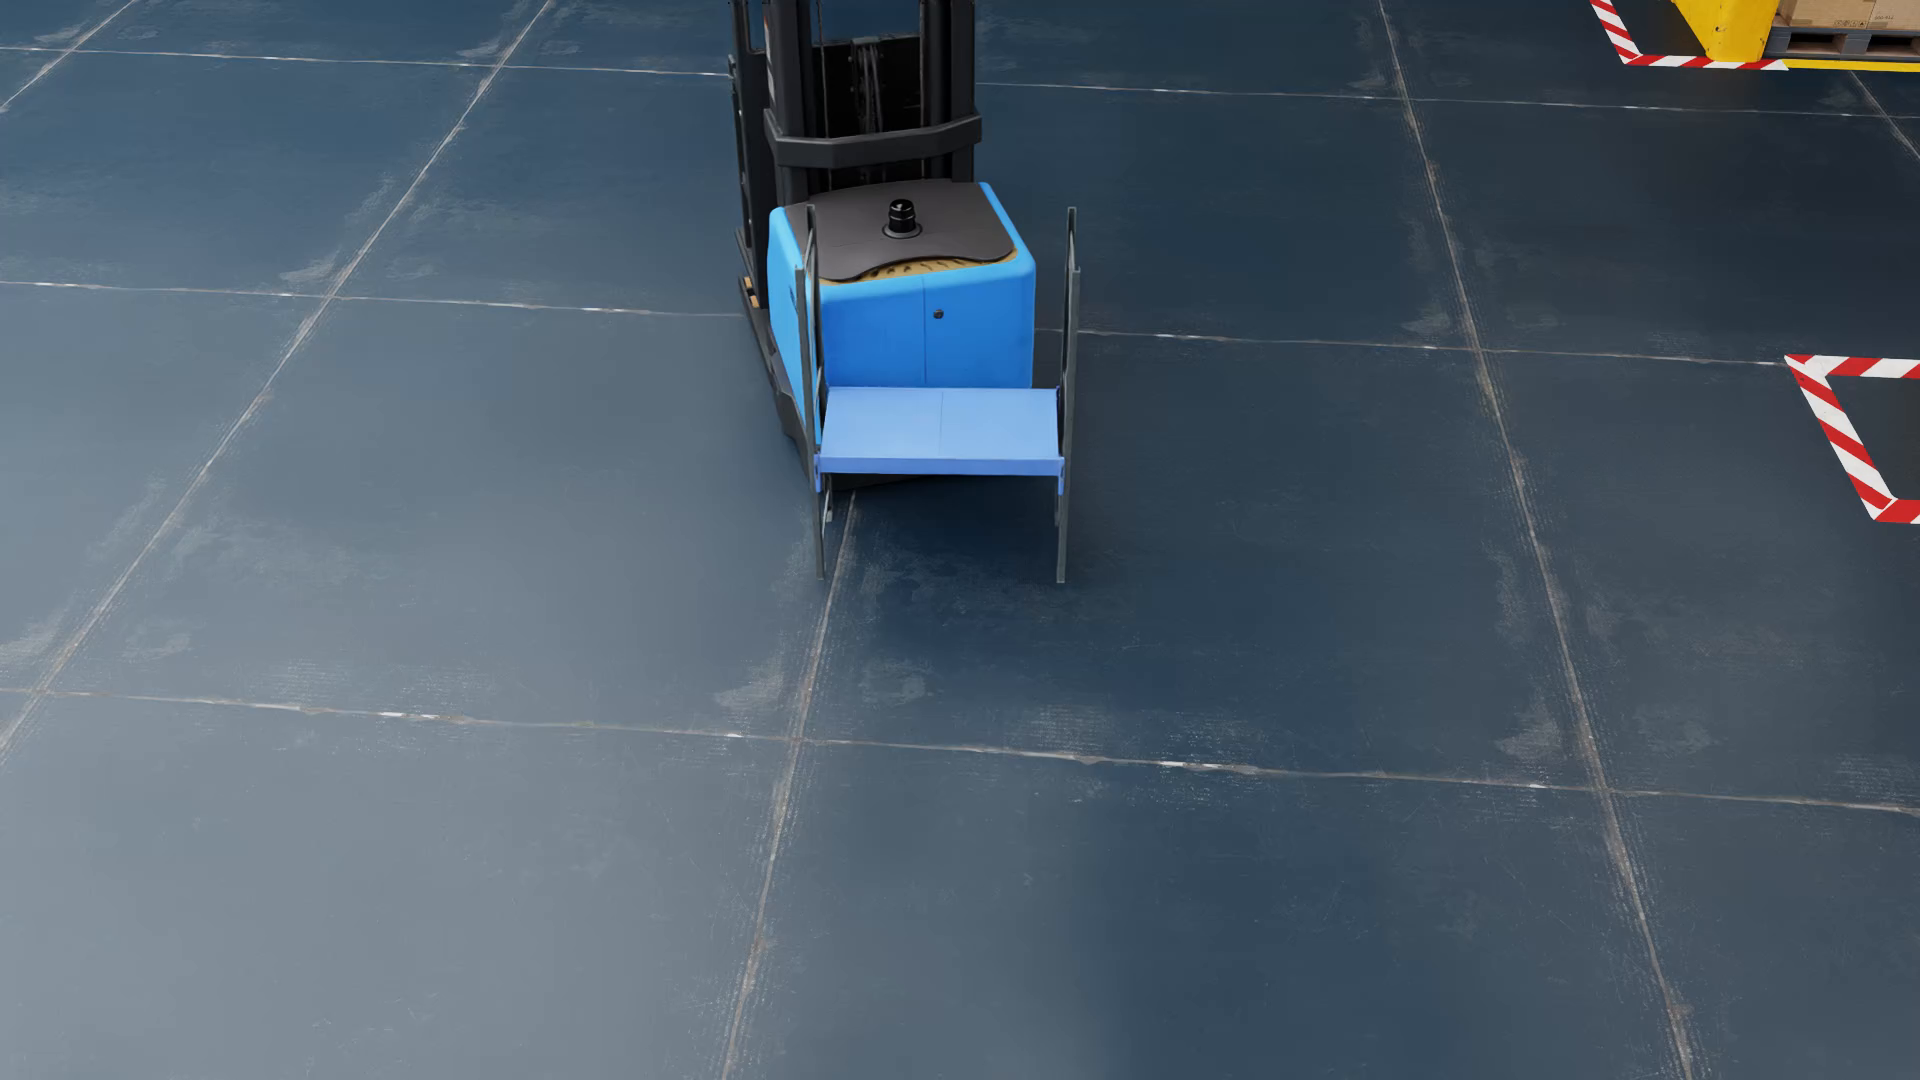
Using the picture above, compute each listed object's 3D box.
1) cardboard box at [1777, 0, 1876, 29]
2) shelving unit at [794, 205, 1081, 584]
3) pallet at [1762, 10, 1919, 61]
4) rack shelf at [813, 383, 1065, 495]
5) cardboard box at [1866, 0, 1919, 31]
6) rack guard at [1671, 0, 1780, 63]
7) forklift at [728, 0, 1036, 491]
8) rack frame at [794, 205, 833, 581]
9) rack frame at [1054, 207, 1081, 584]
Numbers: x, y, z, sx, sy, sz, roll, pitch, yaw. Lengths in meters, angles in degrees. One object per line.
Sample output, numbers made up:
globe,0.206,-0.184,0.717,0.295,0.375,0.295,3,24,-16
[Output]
cardboard box,5.824,-3.676,11.236,0.500,0.250,0.500,3,39,4
shelving unit,-0.078,-0.561,6.751,1.048,1.500,0.538,1,39,1
pallet,6.074,-3.652,11.569,1.213,0.211,1.003,3,39,4
rack shelf,-0.078,-0.421,6.864,1.000,0.185,0.538,1,39,1
cardboard box,6.322,-3.651,11.205,0.500,0.250,0.500,3,39,4
rack guard,5.285,-3.781,11.499,0.348,0.500,1.175,3,39,4
forklift,-0.535,-2.291,7.743,1.130,2.935,3.031,-10,40,-12
rack frame,-0.586,-0.567,6.759,0.032,1.500,0.500,1,39,1
rack frame,0.430,-0.554,6.742,0.032,1.500,0.500,1,39,1
